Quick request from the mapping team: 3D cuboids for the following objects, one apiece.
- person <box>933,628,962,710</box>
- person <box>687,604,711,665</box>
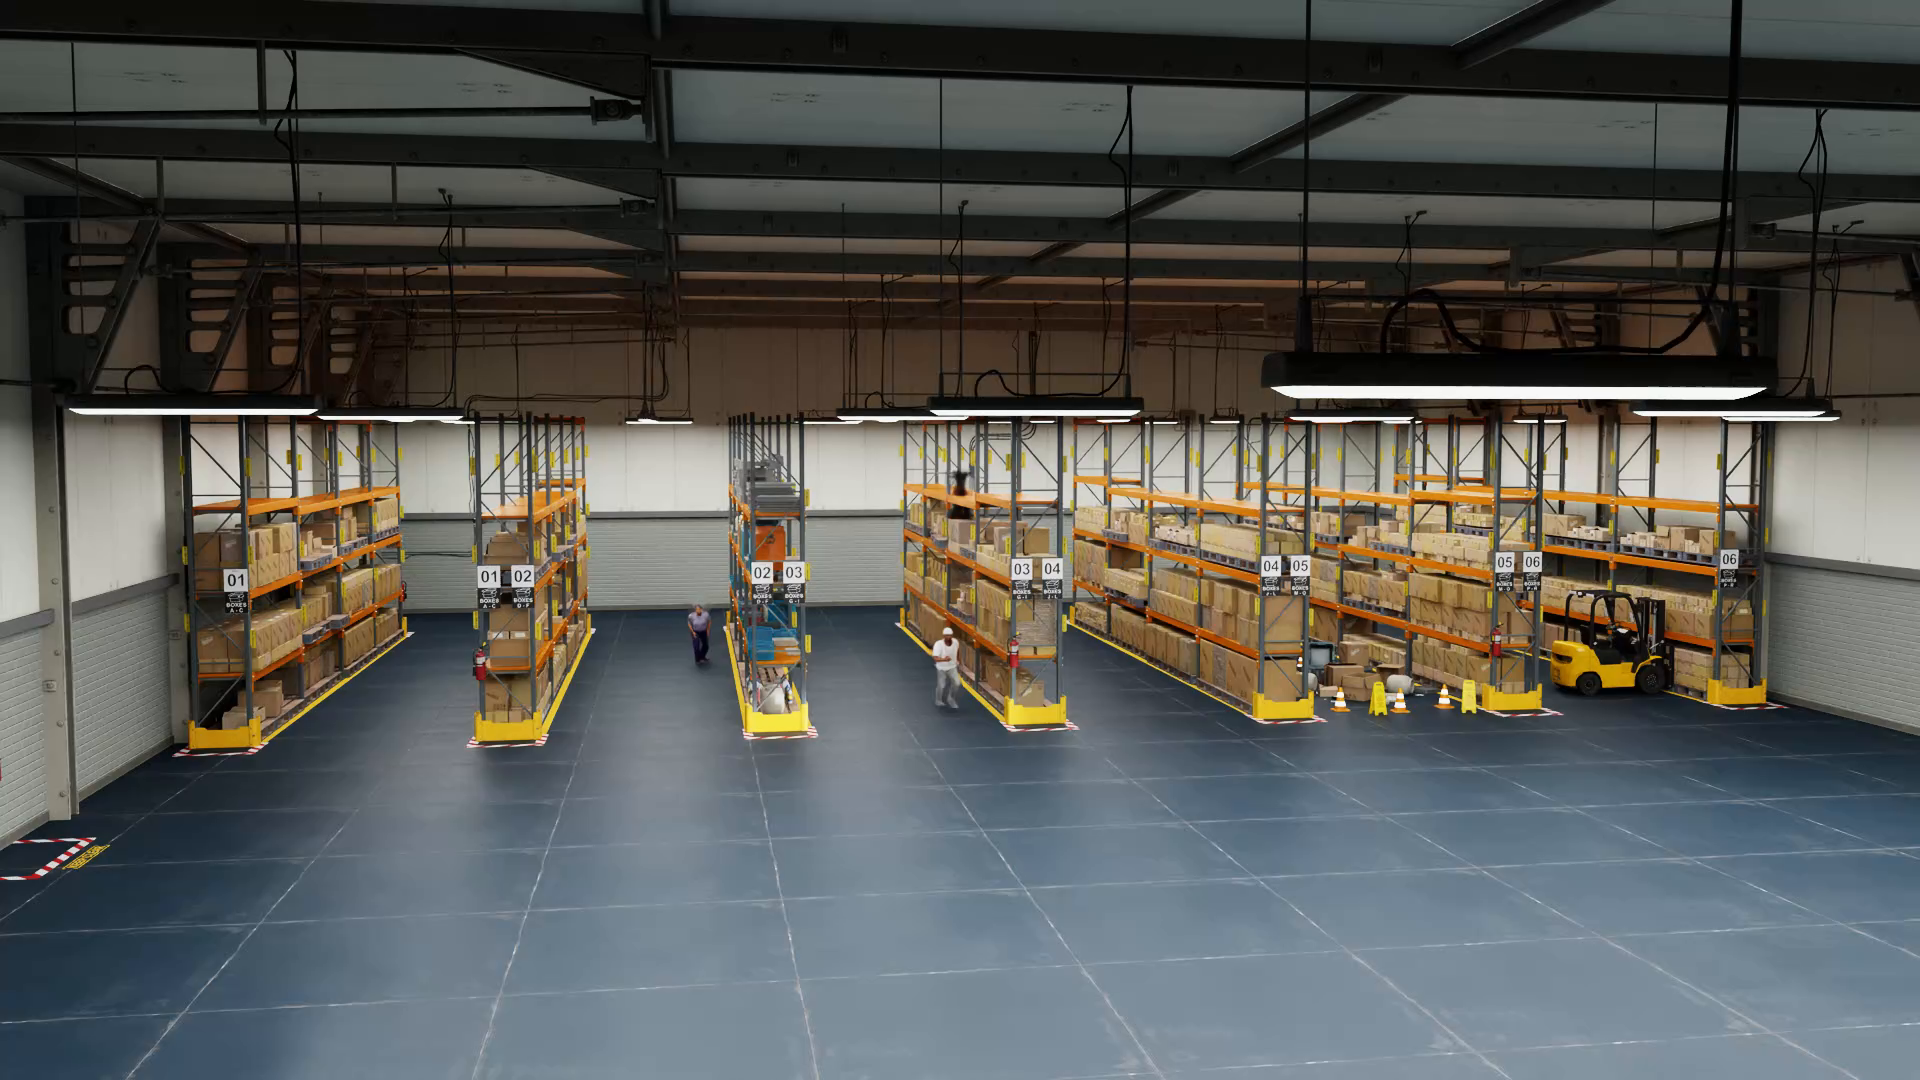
[{"bbox_3d":[-0.250,2.591,33.622,0.716,1.686,0.965,-1,4,-20],"label":"person"},{"bbox_3d":[-6.271,2.253,40.063,0.642,1.501,0.834,-2,4,-24],"label":"person"}]
